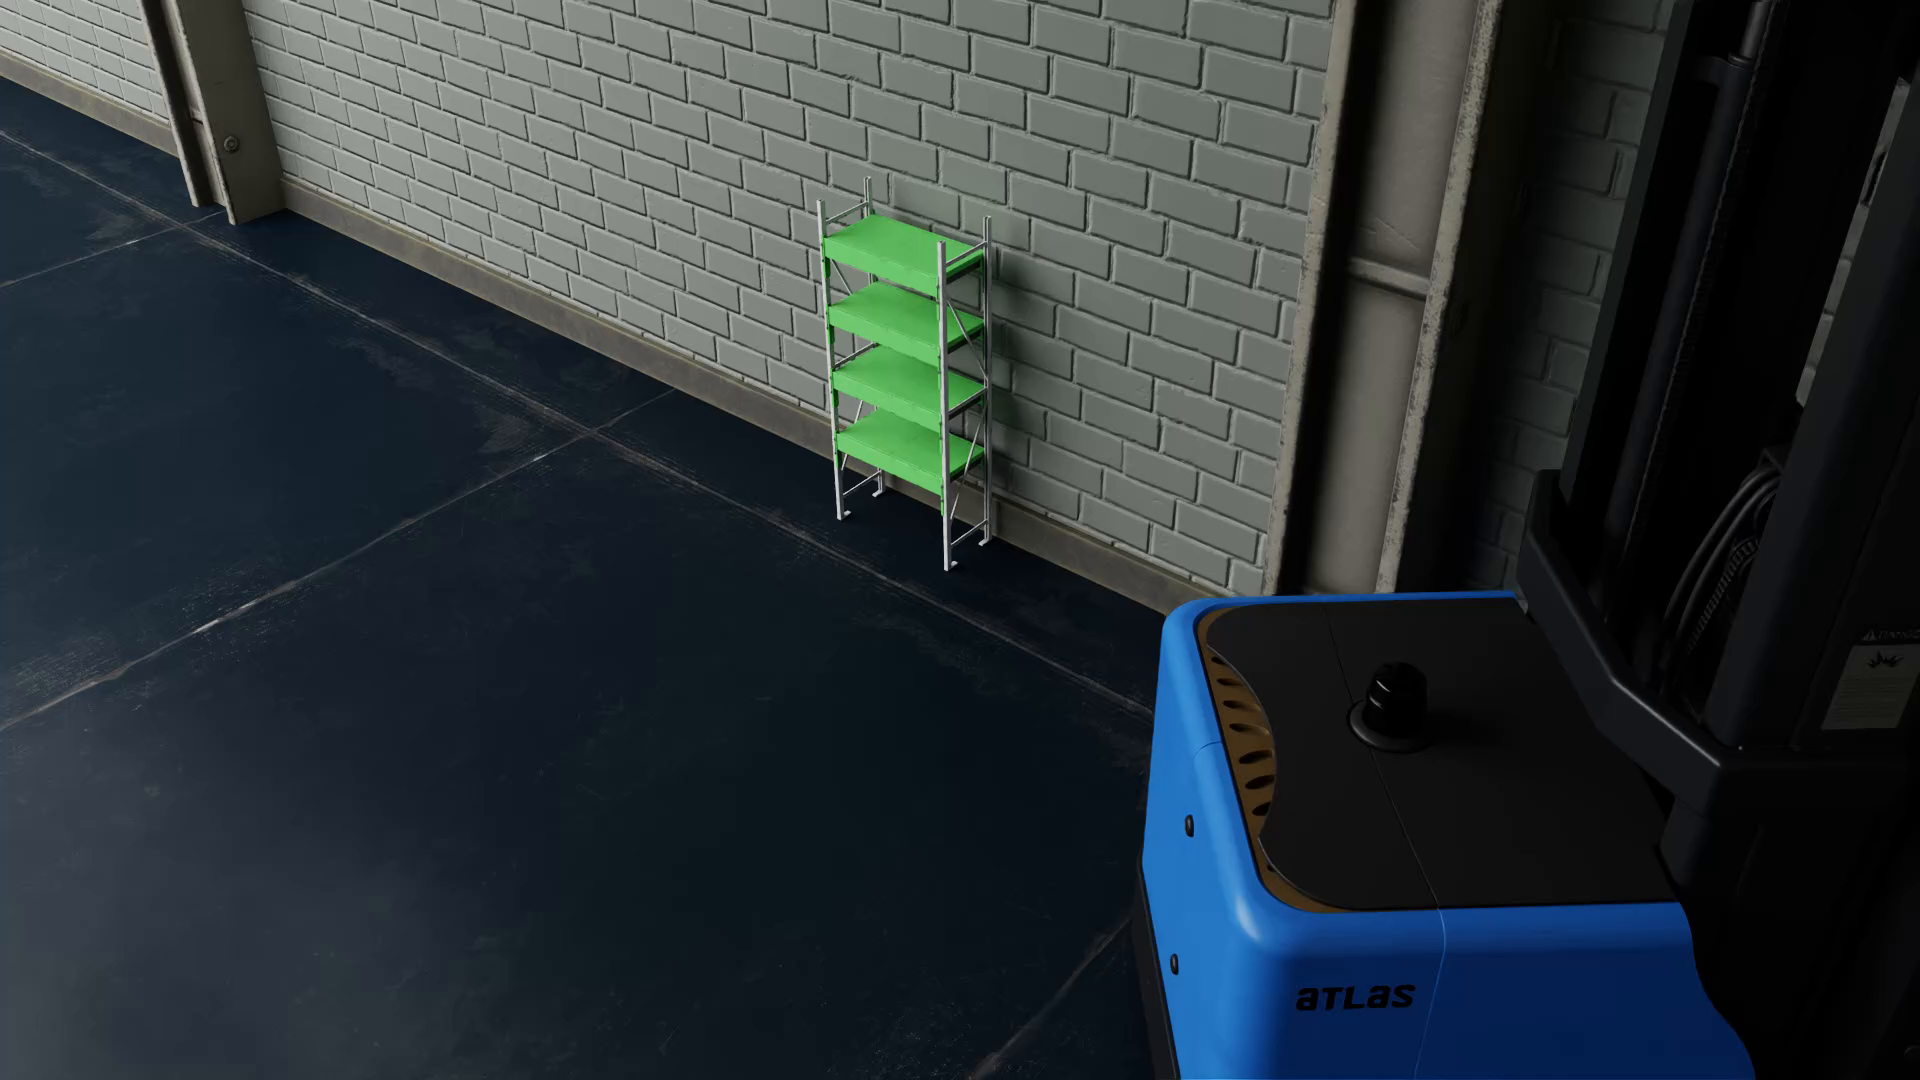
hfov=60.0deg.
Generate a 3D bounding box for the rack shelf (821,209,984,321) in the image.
[{"bbox_3d":[-0.172,-0.868,5.215,0.480,0.148,0.258,25,43,31],"label":"rack shelf"}]

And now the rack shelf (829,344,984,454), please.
[{"bbox_3d":[-0.167,-0.476,5.492,0.480,0.148,0.258,25,43,31],"label":"rack shelf"}]

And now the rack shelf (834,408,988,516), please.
[{"bbox_3d":[-0.164,-0.281,5.631,0.480,0.148,0.258,25,43,31],"label":"rack shelf"}]

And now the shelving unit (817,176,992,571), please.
[{"bbox_3d":[-0.167,-0.529,5.455,0.503,1.200,0.258,25,43,31],"label":"shelving unit"}]

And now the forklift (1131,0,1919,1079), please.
[{"bbox_3d":[1.963,0.040,3.103,3.031,2.935,1.130,-1,35,-2],"label":"forklift"}]

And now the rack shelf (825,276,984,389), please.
[{"bbox_3d":[-0.169,-0.672,5.354,0.480,0.148,0.258,25,43,31],"label":"rack shelf"}]

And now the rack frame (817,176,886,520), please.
[{"bbox_3d":[-0.356,-0.616,5.583,0.015,1.200,0.240,25,43,31],"label":"rack frame"}]

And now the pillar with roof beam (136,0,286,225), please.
[{"bbox_3d":[-6.266,-3.476,2.863,0.400,9.000,9.100,25,42,32],"label":"pillar with roof beam"}]

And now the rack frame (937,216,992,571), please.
[{"bbox_3d":[0.022,-0.441,5.328,0.015,1.200,0.240,25,43,31],"label":"rack frame"}]
